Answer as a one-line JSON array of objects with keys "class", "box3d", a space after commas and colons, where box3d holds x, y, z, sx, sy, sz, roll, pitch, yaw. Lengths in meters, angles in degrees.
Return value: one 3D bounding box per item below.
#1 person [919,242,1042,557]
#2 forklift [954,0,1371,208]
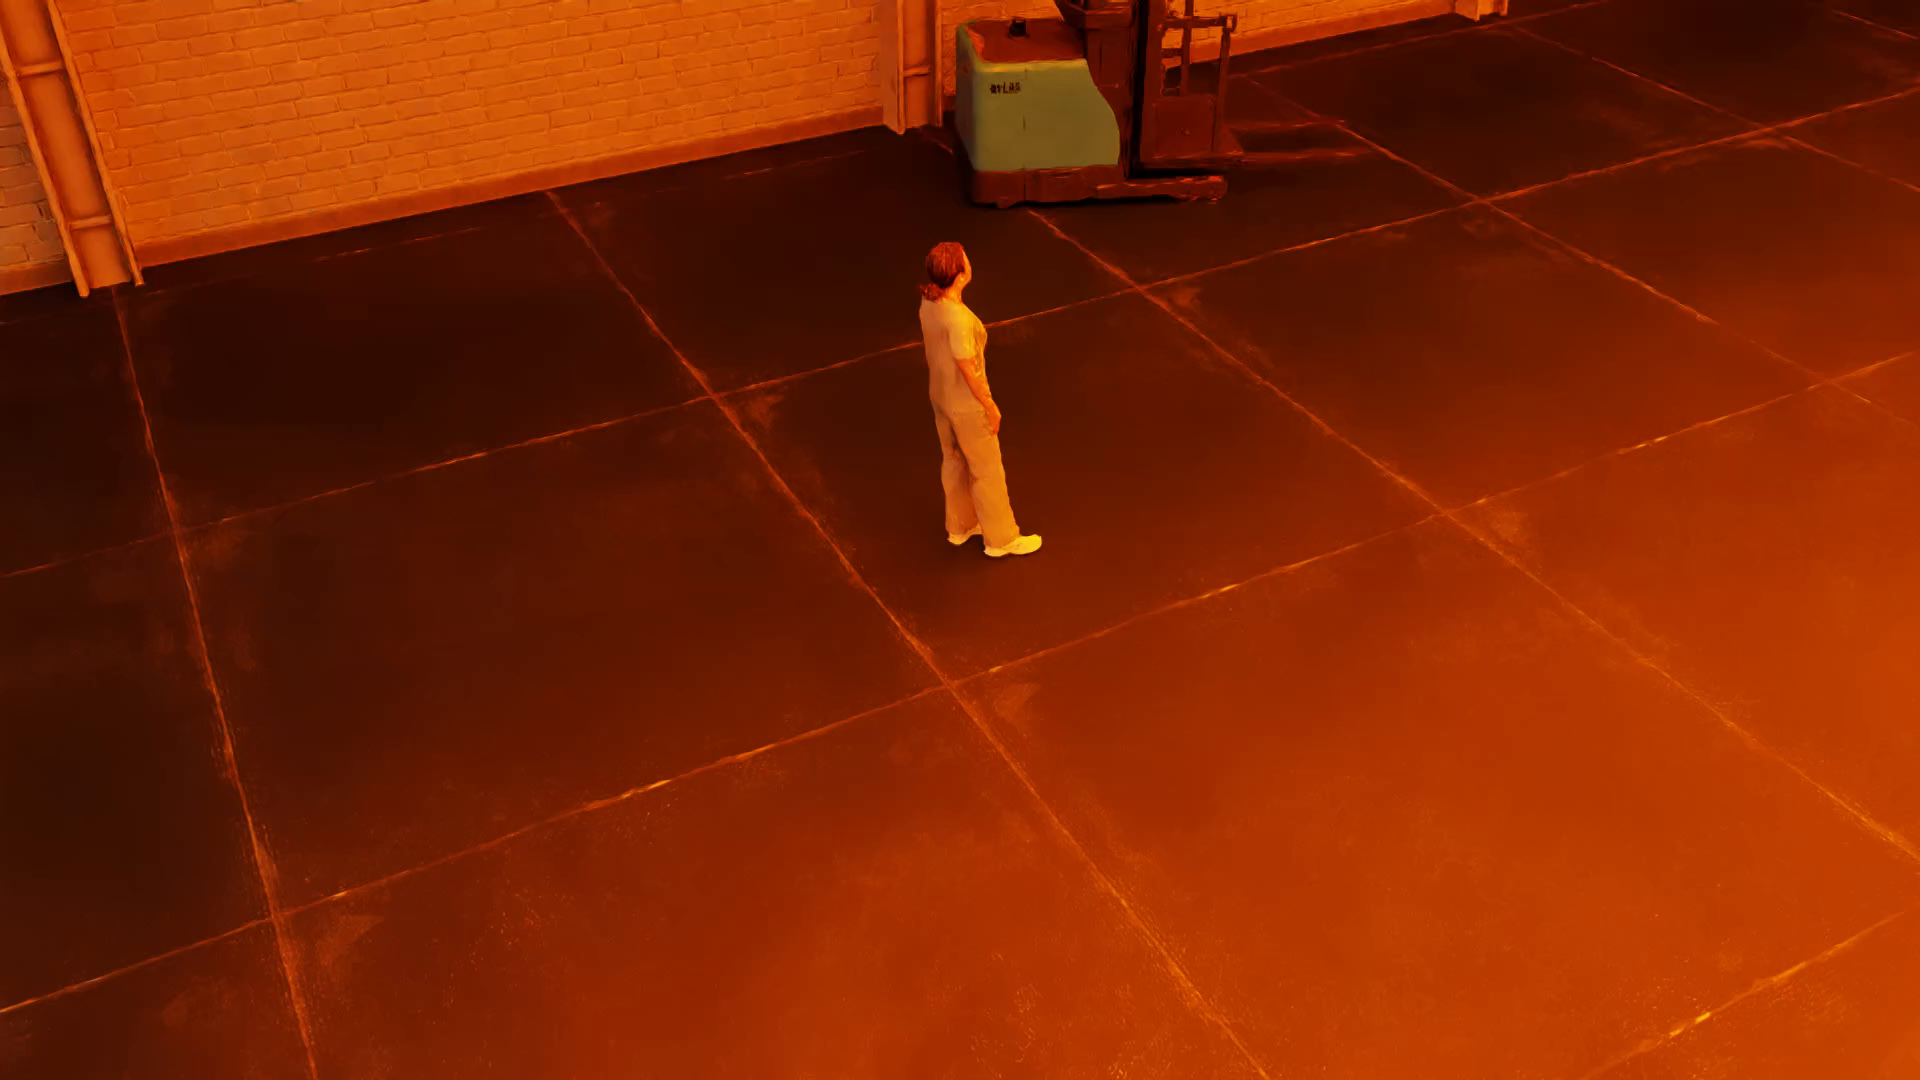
[{"class": "person", "box3d": [0.071, -0.703, 8.193, 0.548, 1.674, 0.550, -17, 39, -23]}, {"class": "forklift", "box3d": [1.515, -3.973, 11.744, 3.031, 2.935, 1.130, -5, 36, -7]}]
